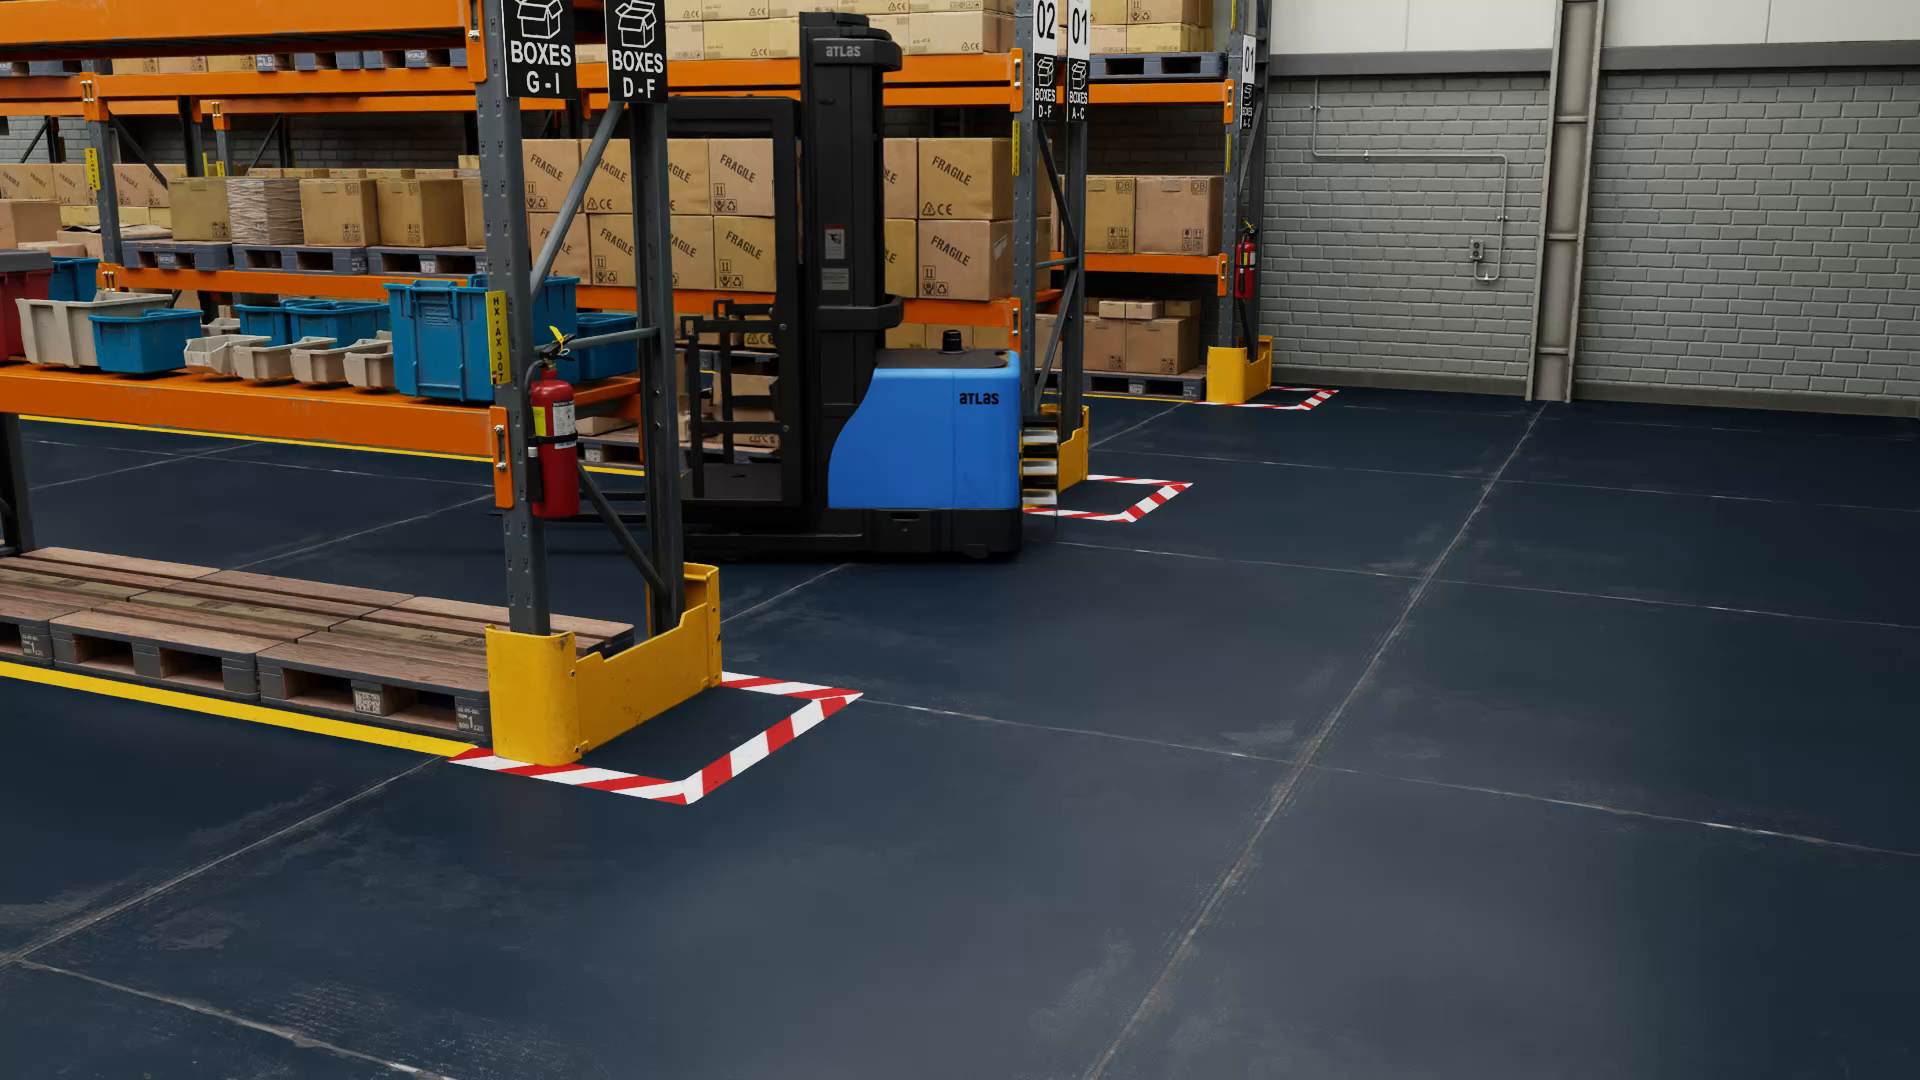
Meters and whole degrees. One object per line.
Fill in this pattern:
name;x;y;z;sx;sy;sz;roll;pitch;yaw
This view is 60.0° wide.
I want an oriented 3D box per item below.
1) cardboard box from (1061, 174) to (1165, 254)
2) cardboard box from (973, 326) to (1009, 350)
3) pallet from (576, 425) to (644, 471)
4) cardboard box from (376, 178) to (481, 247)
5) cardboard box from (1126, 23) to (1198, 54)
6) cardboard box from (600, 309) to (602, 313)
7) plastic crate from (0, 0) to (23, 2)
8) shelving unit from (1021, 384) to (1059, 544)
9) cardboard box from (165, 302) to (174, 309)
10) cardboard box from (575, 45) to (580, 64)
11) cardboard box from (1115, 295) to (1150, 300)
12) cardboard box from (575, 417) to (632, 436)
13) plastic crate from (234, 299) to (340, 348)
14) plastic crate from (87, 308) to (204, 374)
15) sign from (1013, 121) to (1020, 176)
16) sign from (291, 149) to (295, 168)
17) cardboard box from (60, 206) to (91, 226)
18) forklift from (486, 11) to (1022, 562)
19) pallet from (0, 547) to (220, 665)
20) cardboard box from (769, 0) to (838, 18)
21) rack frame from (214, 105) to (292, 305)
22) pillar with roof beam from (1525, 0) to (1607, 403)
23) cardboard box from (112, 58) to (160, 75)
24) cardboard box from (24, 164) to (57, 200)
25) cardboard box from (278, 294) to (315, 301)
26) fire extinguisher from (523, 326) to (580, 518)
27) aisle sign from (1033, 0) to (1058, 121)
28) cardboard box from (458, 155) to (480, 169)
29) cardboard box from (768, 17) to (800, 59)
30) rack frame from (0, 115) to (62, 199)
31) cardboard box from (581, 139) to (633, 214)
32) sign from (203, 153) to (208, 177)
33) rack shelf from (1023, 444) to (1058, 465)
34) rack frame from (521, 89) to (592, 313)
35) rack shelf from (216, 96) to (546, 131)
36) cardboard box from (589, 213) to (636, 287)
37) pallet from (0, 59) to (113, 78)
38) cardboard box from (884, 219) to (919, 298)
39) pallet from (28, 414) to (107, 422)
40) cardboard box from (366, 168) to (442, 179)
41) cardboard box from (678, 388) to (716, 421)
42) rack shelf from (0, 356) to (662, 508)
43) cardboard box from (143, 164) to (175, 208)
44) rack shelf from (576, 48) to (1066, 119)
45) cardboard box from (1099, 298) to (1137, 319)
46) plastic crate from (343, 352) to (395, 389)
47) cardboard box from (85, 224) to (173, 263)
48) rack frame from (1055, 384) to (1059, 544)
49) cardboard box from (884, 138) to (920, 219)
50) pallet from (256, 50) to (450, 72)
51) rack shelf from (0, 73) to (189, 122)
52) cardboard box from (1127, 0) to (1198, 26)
cardboard box;1.449;-3.077;15.645;0.700;0.700;0.980;6;14;23
cardboard box;0.500;-1.993;16.234;0.500;0.500;0.700;6;15;25
pallet;-2.444;-0.735;12.424;1.213;0.211;1.003;6;14;23
cardboard box;-4.068;-2.550;12.918;0.500;0.500;0.700;8;16;32
cardboard box;1.812;-4.474;14.878;0.500;0.250;0.500;6;15;25
cardboard box;-4.106;-2.624;18.156;0.750;0.750;0.750;6;14;22
plastic crate;-4.056;-2.346;6.908;0.590;0.269;0.497;6;14;23
shelving unit;0.464;-0.442;9.667;0.210;0.900;0.258;0;13;2
cardboard box;-9.837;-2.910;20.866;0.250;0.149;0.380;5;14;19
cardboard box;-2.727;-3.447;11.639;0.500;0.250;0.500;6;14;23
cardboard box;1.640;-2.245;15.889;0.250;0.149;0.380;6;14;23
cardboard box;-2.775;-0.977;12.276;0.500;0.311;0.500;6;14;23
plastic crate;-2.994;-0.941;7.432;0.300;0.233;0.416;6;14;23
plastic crate;-3.405;-0.836;6.986;0.300;0.233;0.416;6;14;23
sign;0.343;-2.389;10.145;0.005;0.325;0.100;6;14;23
sign;-8.161;-4.611;20.305;0.005;0.325;0.100;6;14;23
cardboard box;-10.778;-4.033;20.661;0.500;0.250;0.500;6;14;22
forklift;-1.161;-1.423;9.403;3.031;2.935;1.130;0;13;2
pallet;-4.393;0.296;8.032;1.213;0.211;1.003;6;14;23
cardboard box;-0.900;-3.504;10.790;0.500;0.250;0.500;6;14;23
rack frame;-8.383;-3.931;19.942;0.127;3.000;1.000;6;14;23
pillar with roof beam;3.664;-4.773;10.398;0.400;9.000;9.100;6;14;23
cardboard box;-6.316;-4.002;13.458;0.500;0.500;0.910;6;14;23
cardboard box;-11.277;-4.448;20.789;0.500;0.500;0.500;6;14;23
cardboard box;-7.703;-2.864;19.902;0.500;0.500;0.700;6;15;25
fire extinguisher;-1.470;-0.424;5.979;0.183;0.674;0.296;6;14;23
aisle sign;0.524;-2.981;10.203;0.004;0.787;0.394;6;14;23
cardboard box;-5.353;-4.192;18.452;0.250;0.149;0.380;3;14;14
cardboard box;-0.906;-3.258;10.834;0.500;0.250;0.500;6;14;23
rack frame;-12.040;-4.301;21.520;0.127;3.000;1.000;6;14;23
cardboard box;-2.282;-2.541;11.612;0.500;0.500;0.500;5;14;21
sign;-6.517;-3.165;14.318;0.005;0.325;0.100;6;14;23
rack shelf;0.464;-0.497;9.654;0.200;0.077;0.258;0;13;2
rack frame;-3.071;-2.156;12.377;0.127;3.000;1.000;6;14;23
rack shelf;-6.554;-4.856;18.893;4.000;0.370;1.077;6;14;23
cardboard box;-2.246;-2.054;11.723;0.500;0.500;0.500;6;15;24
pallet;-7.385;-3.939;13.821;1.003;0.211;1.213;7;15;26
cardboard box;-0.409;-1.866;10.924;0.500;0.500;0.500;6;14;24
pallet;-7.465;-1.253;14.632;1.213;0.211;1.003;6;14;23
cardboard box;-6.307;-3.976;18.951;0.500;0.500;0.700;6;14;23
cardboard box;-1.750;-0.998;12.366;0.500;0.311;0.500;6;14;23
rack shelf;-3.252;-0.586;7.263;4.000;0.370;1.077;6;14;23
cardboard box;-9.399;-4.257;19.974;0.500;0.500;0.500;6;14;23
rack shelf;-1.243;-3.081;11.328;4.000;0.370;1.077;6;14;23
cardboard box;1.483;-2.165;15.549;0.250;0.149;0.380;6;15;25
plastic crate;-2.243;-0.690;6.576;0.243;0.136;0.396;6;14;23
cardboard box;-7.043;-2.525;14.147;0.500;0.311;0.500;7;15;27
rack frame;0.566;-0.441;9.664;0.006;0.900;0.240;0;13;2
cardboard box;-0.395;-2.352;10.803;0.500;0.500;0.500;6;15;25
pallet;-4.588;-3.695;12.781;1.003;0.211;1.213;6;14;23
rack shelf;-8.557;-3.821;14.482;4.000;0.370;1.077;6;14;23
cardboard box;1.809;-4.837;14.785;0.500;0.500;0.500;6;14;23
